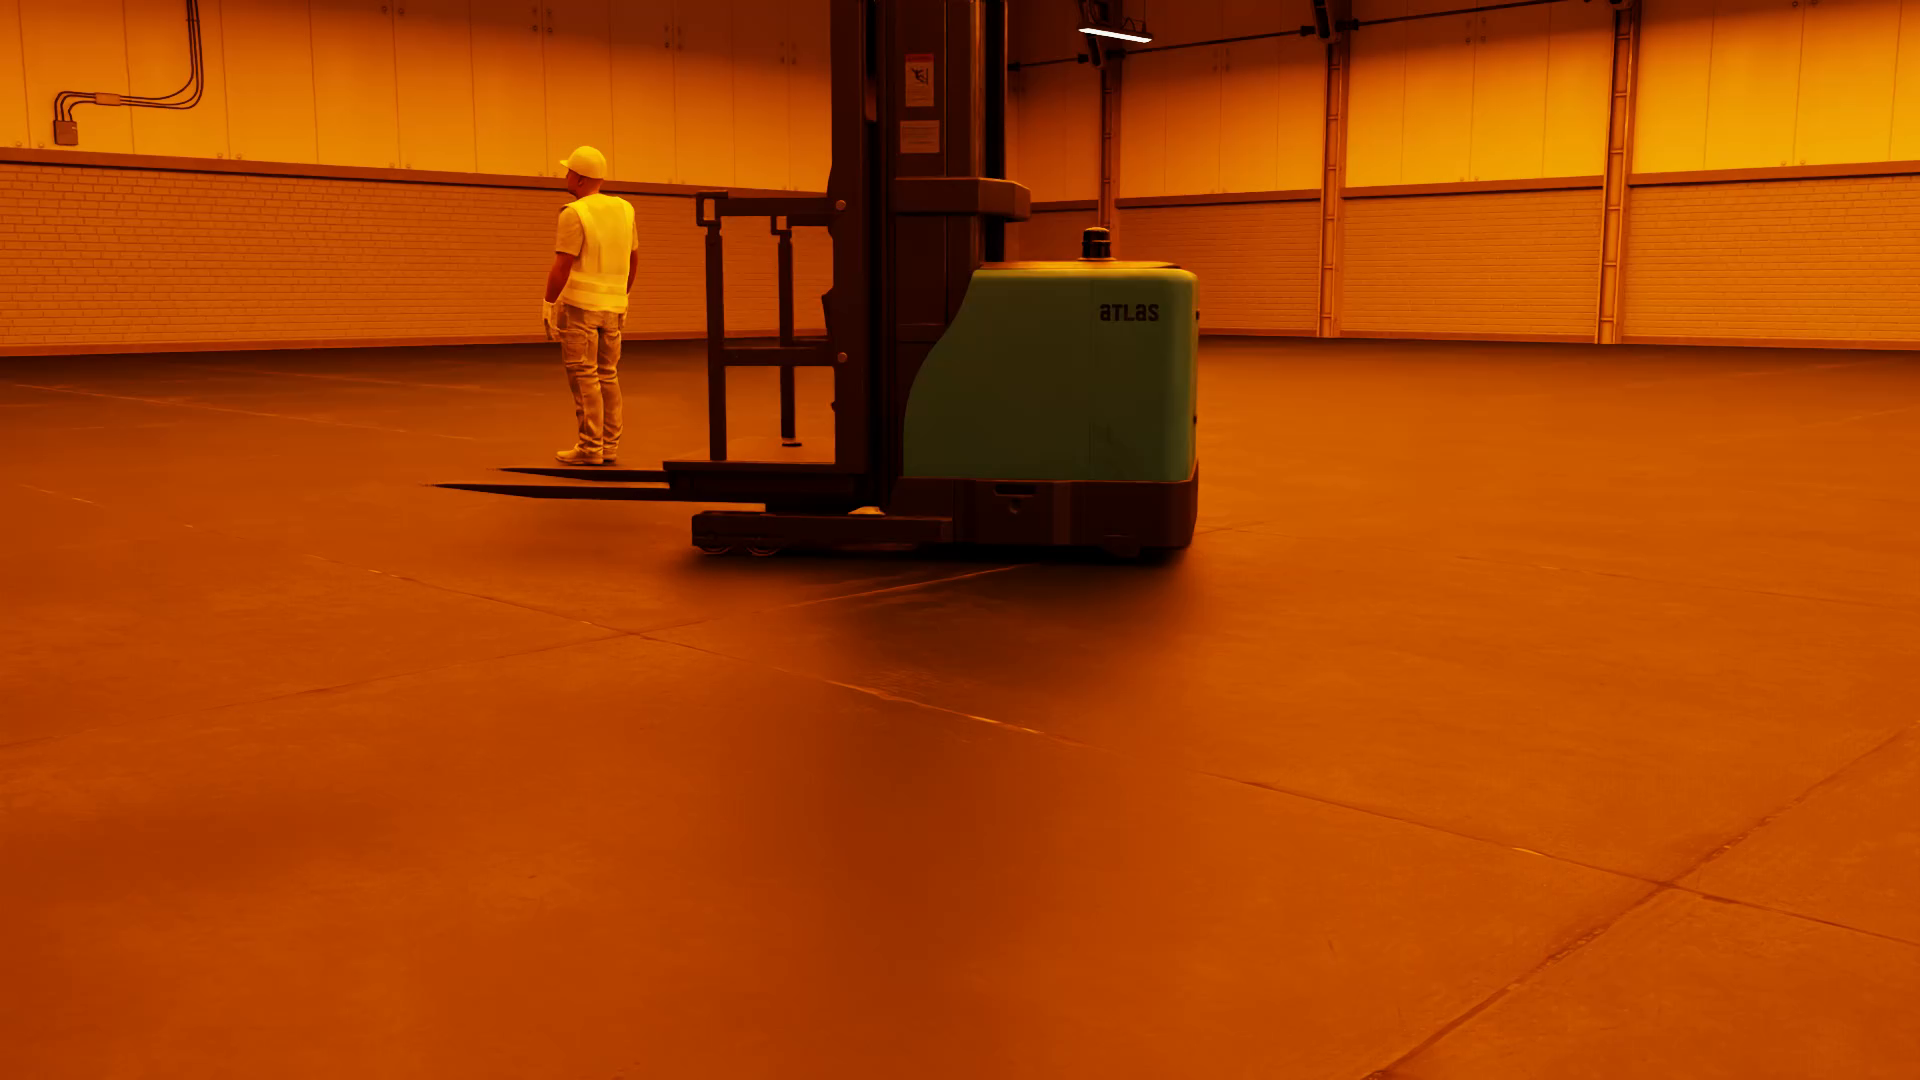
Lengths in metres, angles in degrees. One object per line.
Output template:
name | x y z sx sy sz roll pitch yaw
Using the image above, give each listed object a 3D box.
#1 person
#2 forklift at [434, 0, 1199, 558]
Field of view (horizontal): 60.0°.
person | -2.160 -1.324 9.477 0.577 1.781 0.656 5 10 31
forklift | -0.572 -1.462 6.584 3.031 2.935 1.130 1 9 10
